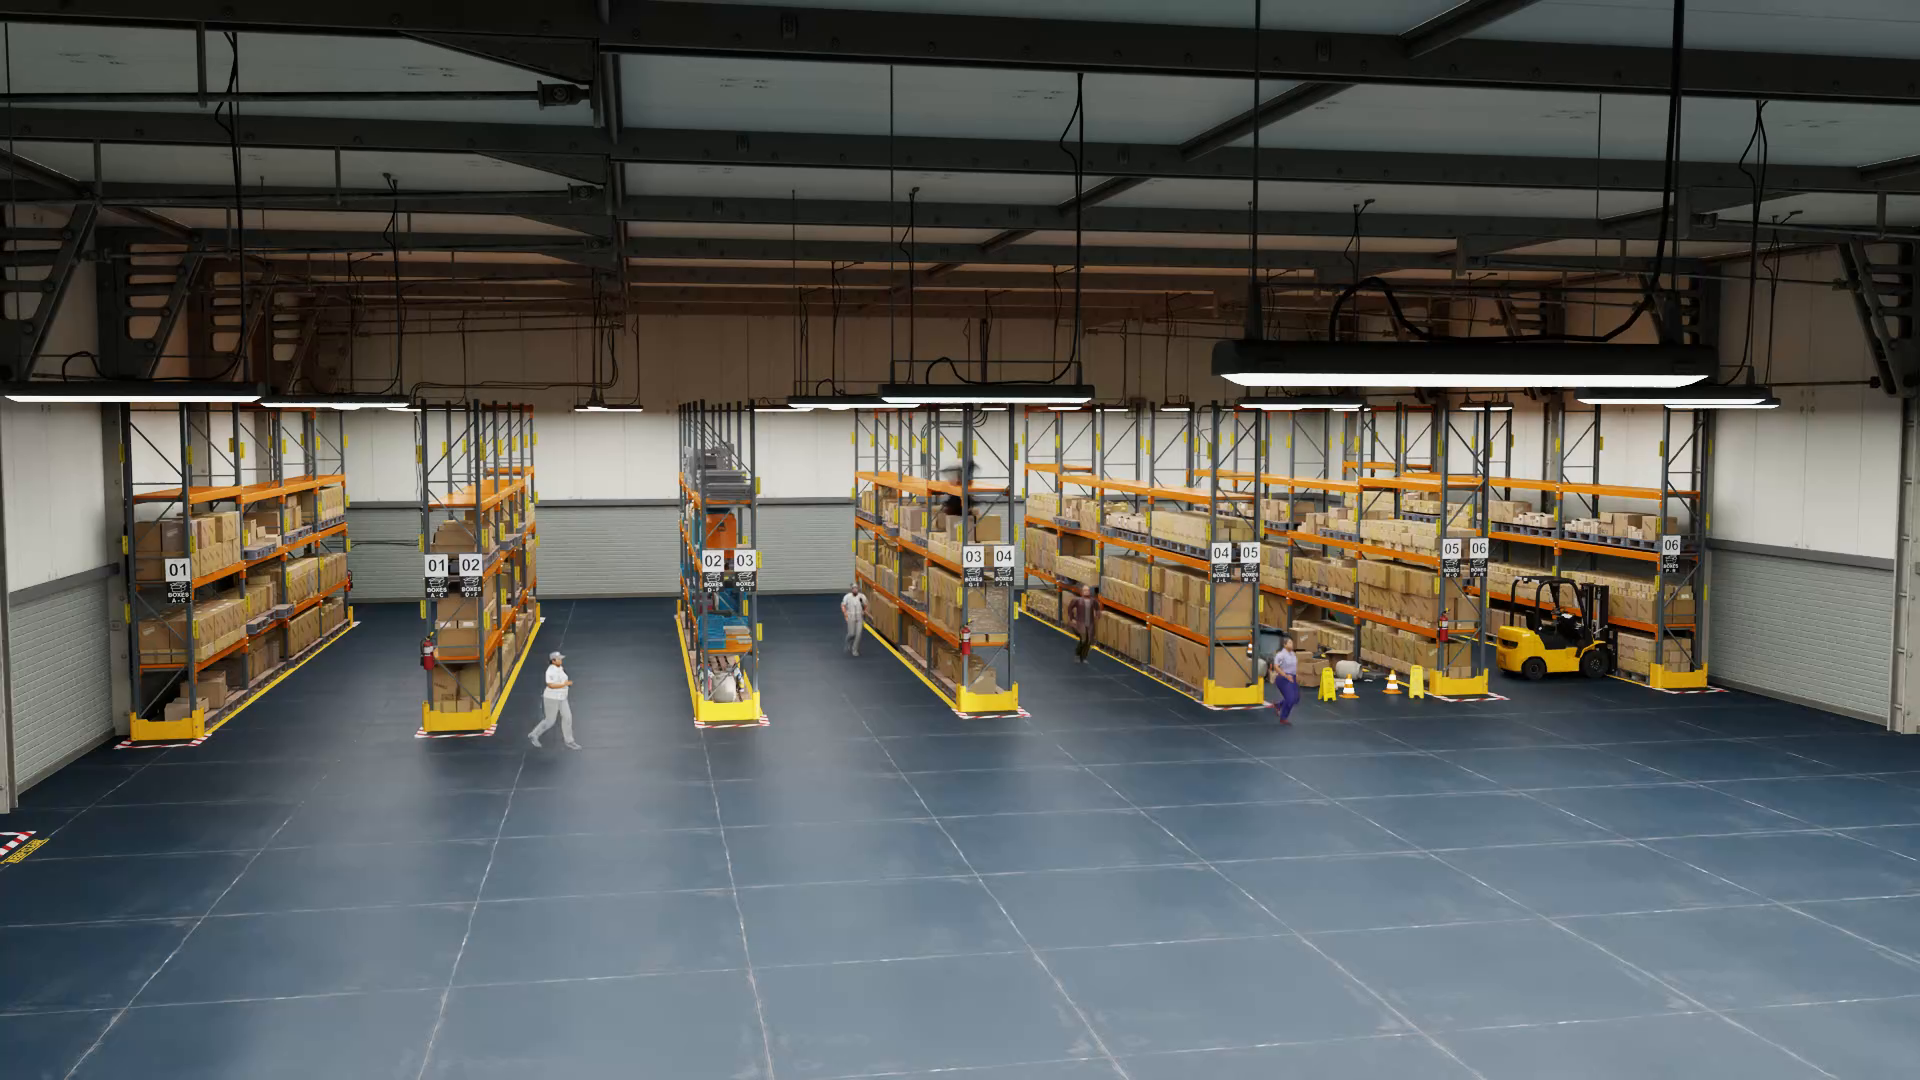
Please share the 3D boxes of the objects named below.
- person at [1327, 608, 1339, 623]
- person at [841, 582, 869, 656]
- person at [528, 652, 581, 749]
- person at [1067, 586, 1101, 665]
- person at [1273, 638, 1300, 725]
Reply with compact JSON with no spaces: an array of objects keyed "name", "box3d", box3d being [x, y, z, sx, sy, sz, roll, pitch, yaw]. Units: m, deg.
[{"name":"person","box3d":[9.876,1.469,44.150,0.662,1.770,0.993,-1,4,-13]},{"name":"person","box3d":[-2.483,1.871,39.617,0.650,1.753,0.636,-1,4,-11]},{"name":"person","box3d":[-6.917,2.734,28.338,0.902,1.673,0.632,1,4,9]},{"name":"person","box3d":[2.754,1.870,36.300,0.717,1.747,0.644,-1,4,-16]},{"name":"person","box3d":[6.036,2.605,30.829,0.534,1.607,0.639,4,6,43]}]
